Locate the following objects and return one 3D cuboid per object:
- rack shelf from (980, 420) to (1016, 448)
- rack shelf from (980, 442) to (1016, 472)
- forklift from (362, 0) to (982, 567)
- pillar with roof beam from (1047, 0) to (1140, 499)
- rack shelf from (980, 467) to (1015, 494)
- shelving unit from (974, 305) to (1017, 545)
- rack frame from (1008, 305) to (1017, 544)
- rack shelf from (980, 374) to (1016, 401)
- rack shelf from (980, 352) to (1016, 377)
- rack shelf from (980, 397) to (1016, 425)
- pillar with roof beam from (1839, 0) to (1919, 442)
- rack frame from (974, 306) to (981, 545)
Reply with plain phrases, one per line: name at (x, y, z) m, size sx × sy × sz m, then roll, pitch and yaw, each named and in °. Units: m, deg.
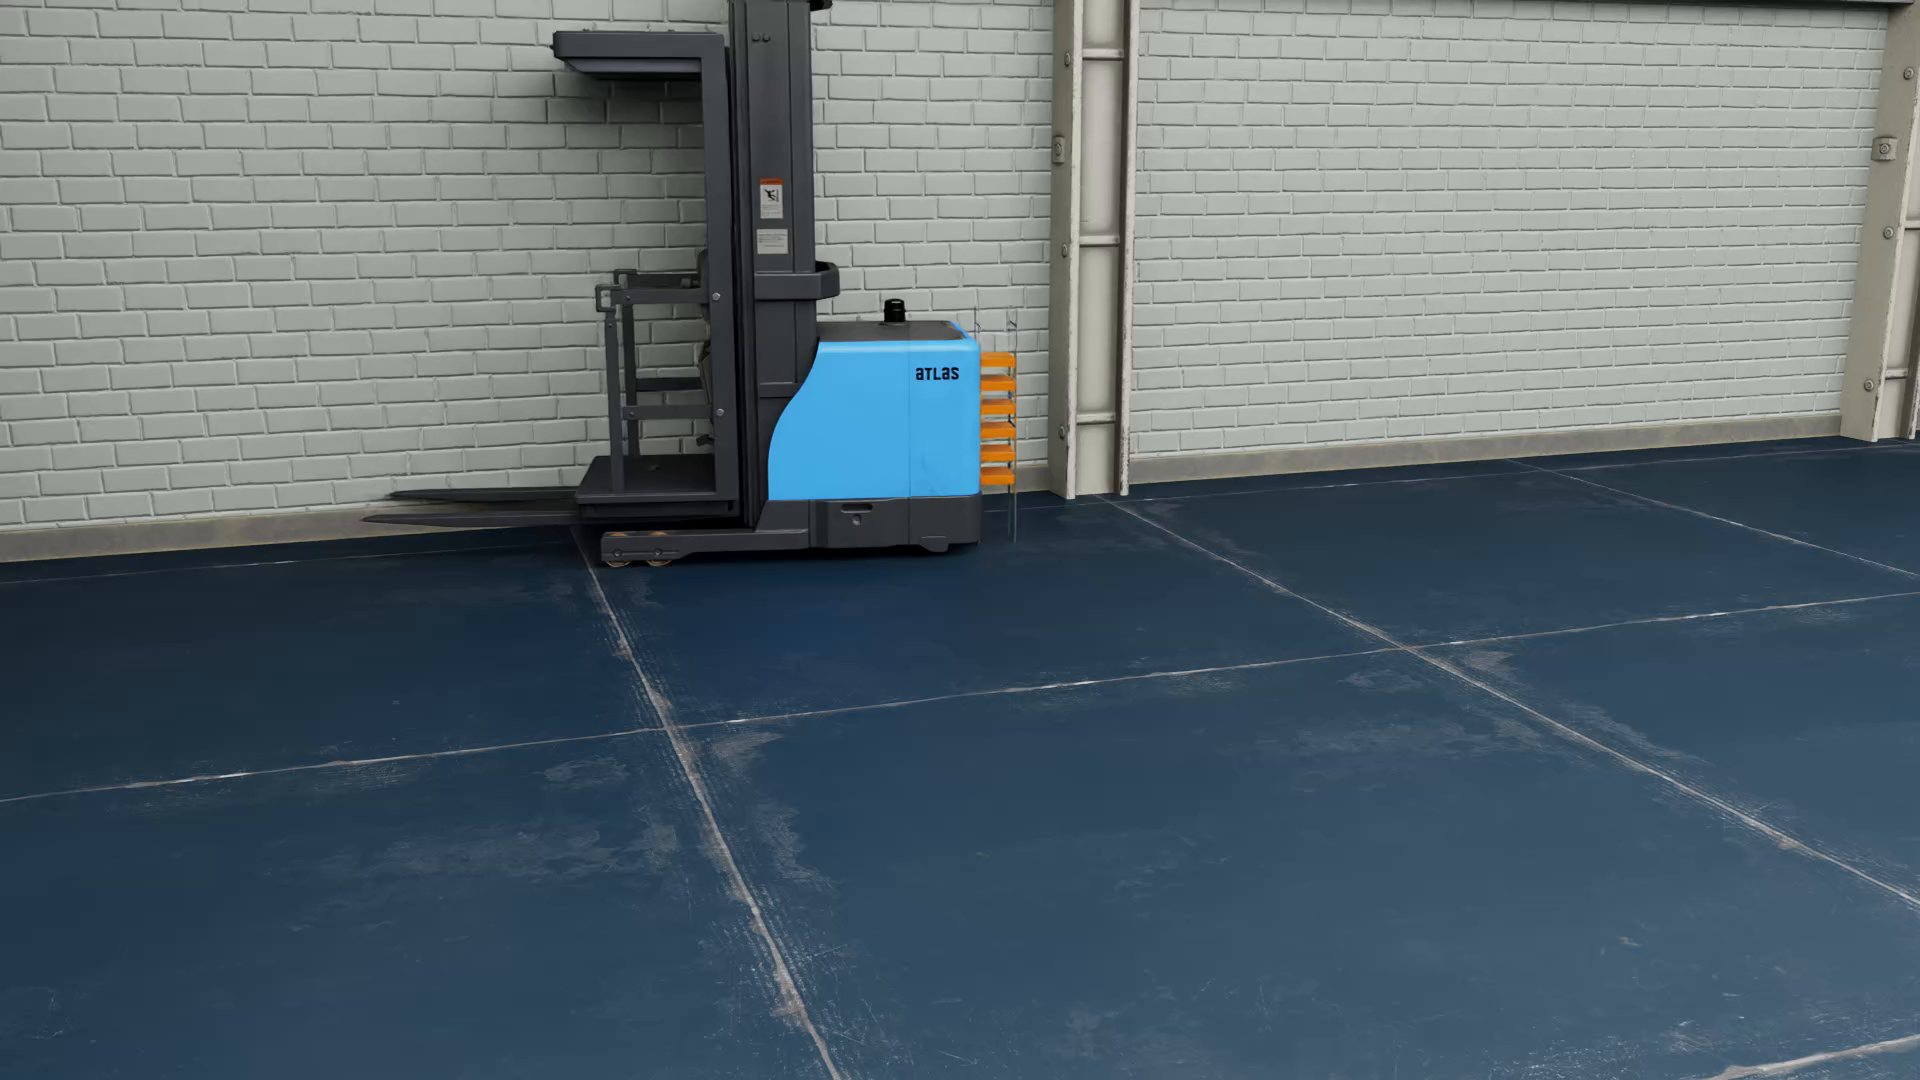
rack shelf at (0.178, -0.545, 8.534) m, size 0.180 × 0.103 × 0.258 m, roll -2°, pitch 13°, yaw -6°
rack shelf at (0.178, -0.428, 8.561) m, size 0.180 × 0.103 × 0.258 m, roll -2°, pitch 13°, yaw -6°
forklift at (-1.443, -1.422, 8.288) m, size 3.031 × 2.935 × 1.130 m, roll -2°, pitch 13°, yaw -6°
pillar with roof beam at (2.128, -3.719, 4.830) m, size 0.400 × 9.000 × 9.100 m, roll -4°, pitch 14°, yaw -18°
rack shelf at (0.178, -0.312, 8.589) m, size 0.180 × 0.103 × 0.258 m, roll -2°, pitch 13°, yaw -6°
shelving unit at (0.178, -0.588, 8.523) m, size 0.189 × 1.200 × 0.258 m, roll -2°, pitch 13°, yaw -6°
rack frame at (0.269, -0.591, 8.534) m, size 0.006 × 1.200 × 0.240 m, roll -2°, pitch 13°, yaw -6°
rack shelf at (0.178, -0.779, 8.478) m, size 0.180 × 0.103 × 0.258 m, roll -2°, pitch 13°, yaw -6°
rack shelf at (0.178, -0.895, 8.450) m, size 0.180 × 0.103 × 0.258 m, roll -2°, pitch 13°, yaw -6°
rack shelf at (0.178, -0.662, 8.506) m, size 0.180 × 0.103 × 0.258 m, roll -2°, pitch 13°, yaw -6°
pillar with roof beam at (7.815, -4.162, 6.692) m, size 0.400 × 9.000 × 9.100 m, roll -4°, pitch 14°, yaw -18°
rack frame at (0.088, -0.586, 8.513) m, size 0.006 × 1.200 × 0.240 m, roll -2°, pitch 13°, yaw -6°
